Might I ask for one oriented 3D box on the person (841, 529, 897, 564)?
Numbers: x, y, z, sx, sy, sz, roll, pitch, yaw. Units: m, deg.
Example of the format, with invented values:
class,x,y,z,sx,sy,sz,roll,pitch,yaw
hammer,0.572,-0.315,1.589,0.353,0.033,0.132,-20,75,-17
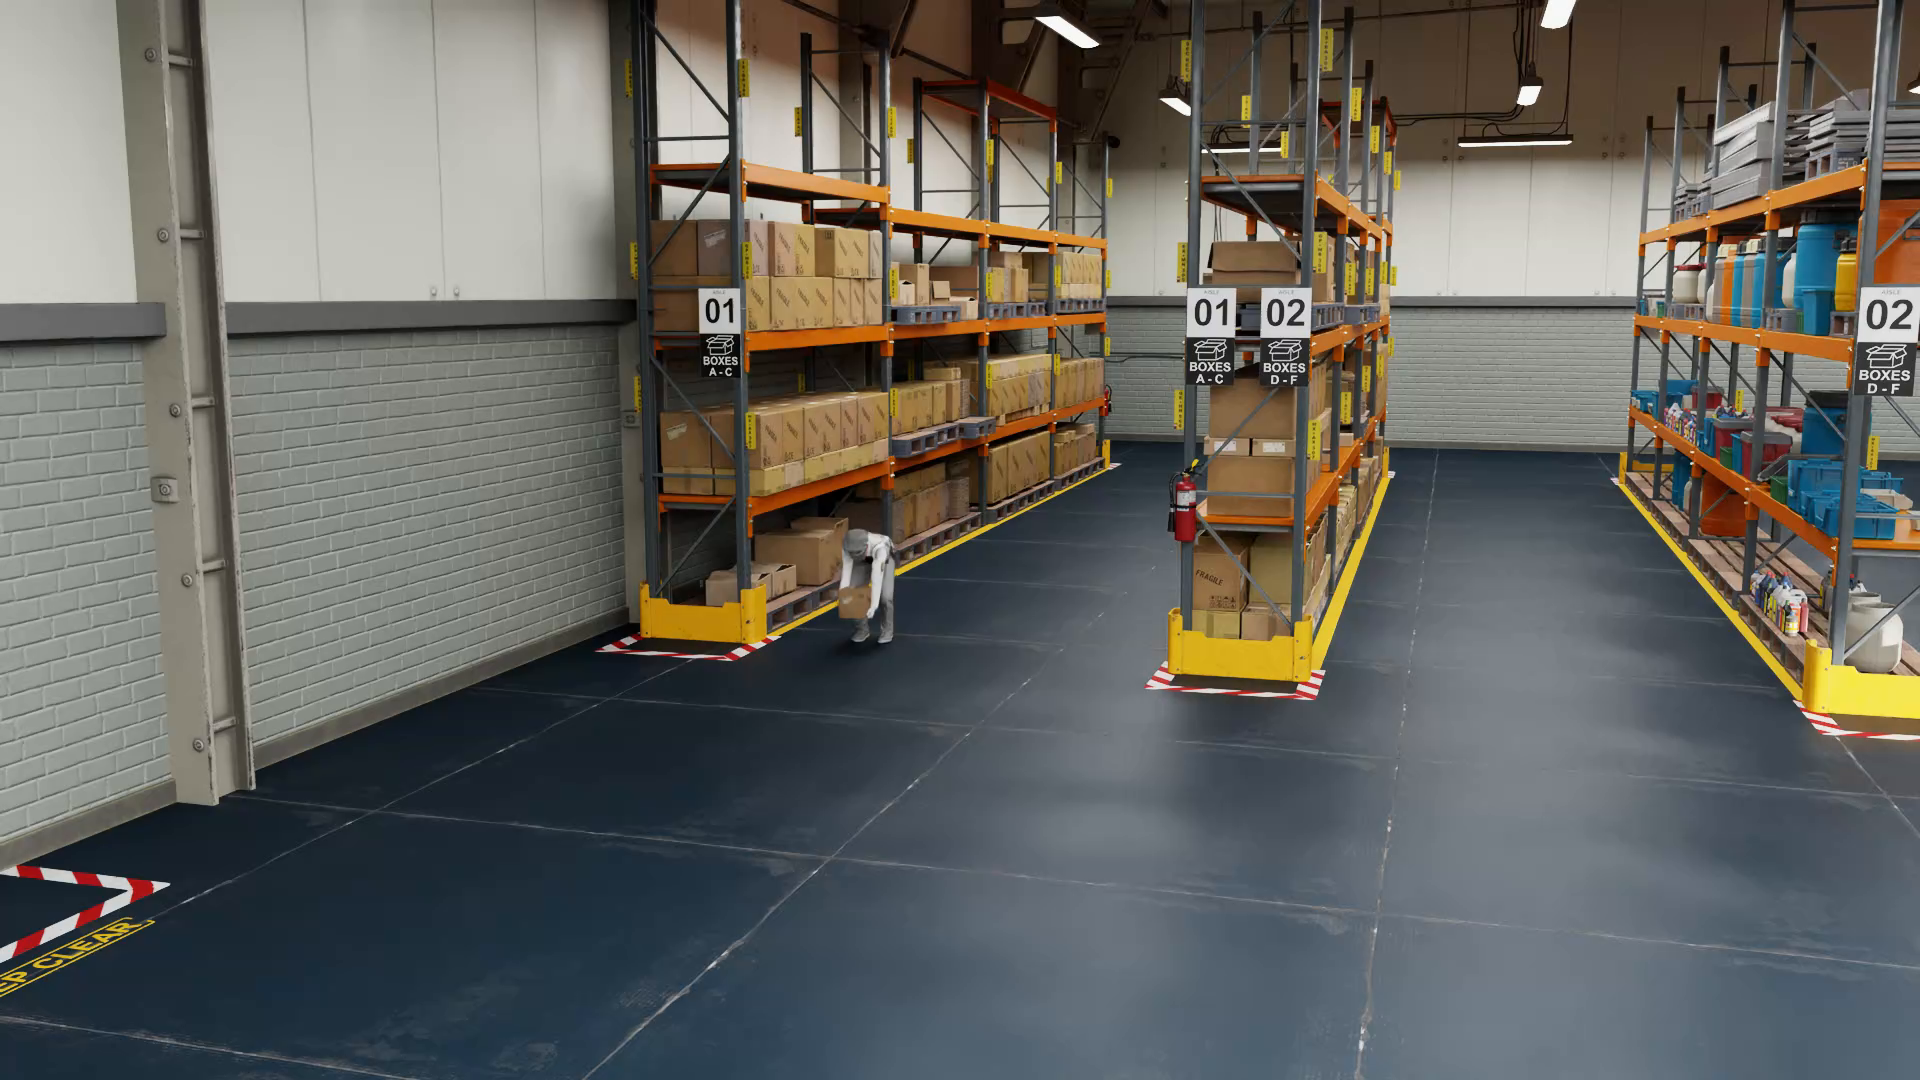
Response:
class,x,y,z,sx,sy,sz,roll,pitch,yaw
person,-0.833,0.051,14.963,0.384,0.388,0.910,2,9,13
